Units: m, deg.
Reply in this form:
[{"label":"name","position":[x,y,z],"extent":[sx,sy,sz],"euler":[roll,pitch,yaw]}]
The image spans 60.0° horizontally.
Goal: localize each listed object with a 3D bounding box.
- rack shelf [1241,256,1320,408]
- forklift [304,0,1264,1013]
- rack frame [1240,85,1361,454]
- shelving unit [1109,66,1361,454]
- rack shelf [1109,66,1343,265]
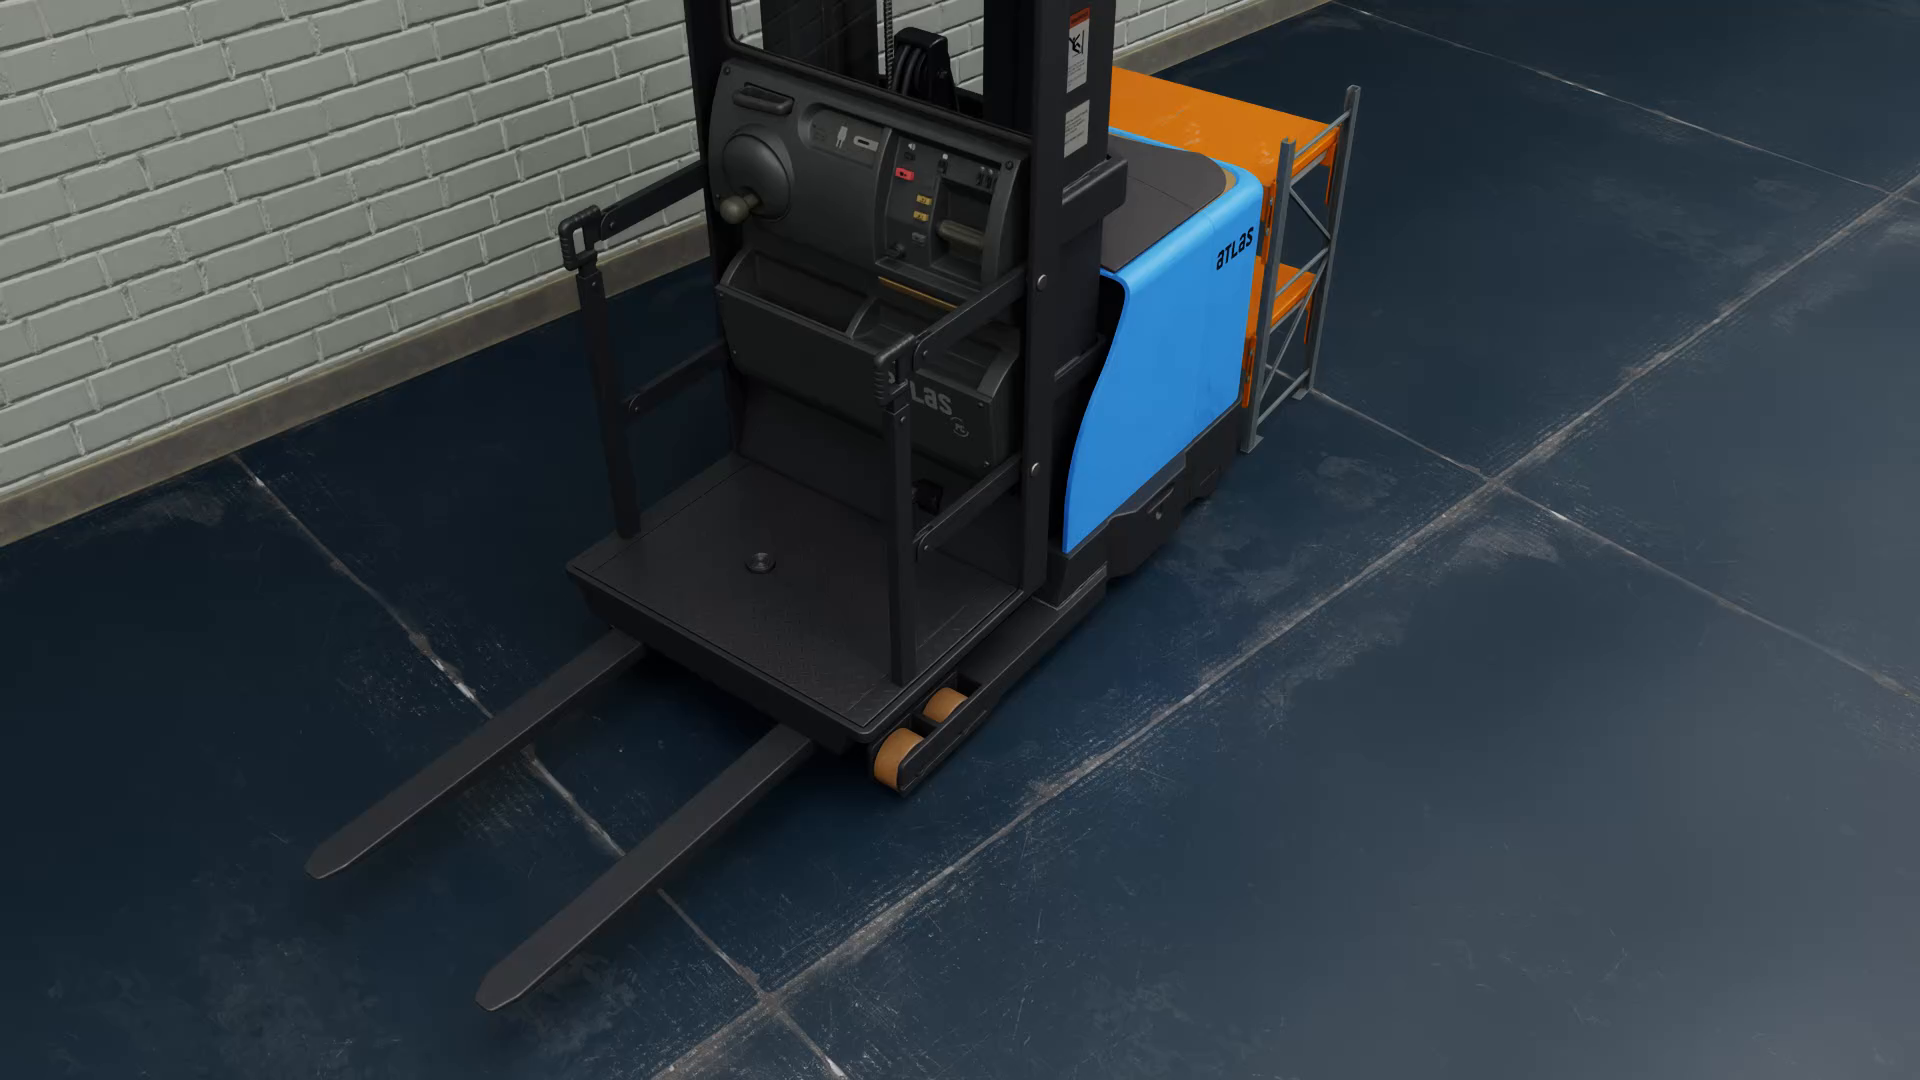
[{"label":"rack shelf","position":[0.687,-0.854,5.801],"extent":[1.000,0.278,0.538],"euler":[24,44,27]},{"label":"forklift","position":[-0.379,-0.824,3.937],"extent":[1.130,2.935,3.031],"euler":[25,45,28]},{"label":"rack frame","position":[1.103,-0.861,5.420],"extent":[0.032,1.125,0.500],"euler":[24,44,27]},{"label":"shelving unit","position":[0.687,-1.045,5.647],"extent":[1.048,1.125,0.538],"euler":[24,44,27]},{"label":"rack shelf","position":[0.688,-1.273,5.464],"extent":[1.000,0.278,0.538],"euler":[24,44,27]}]
